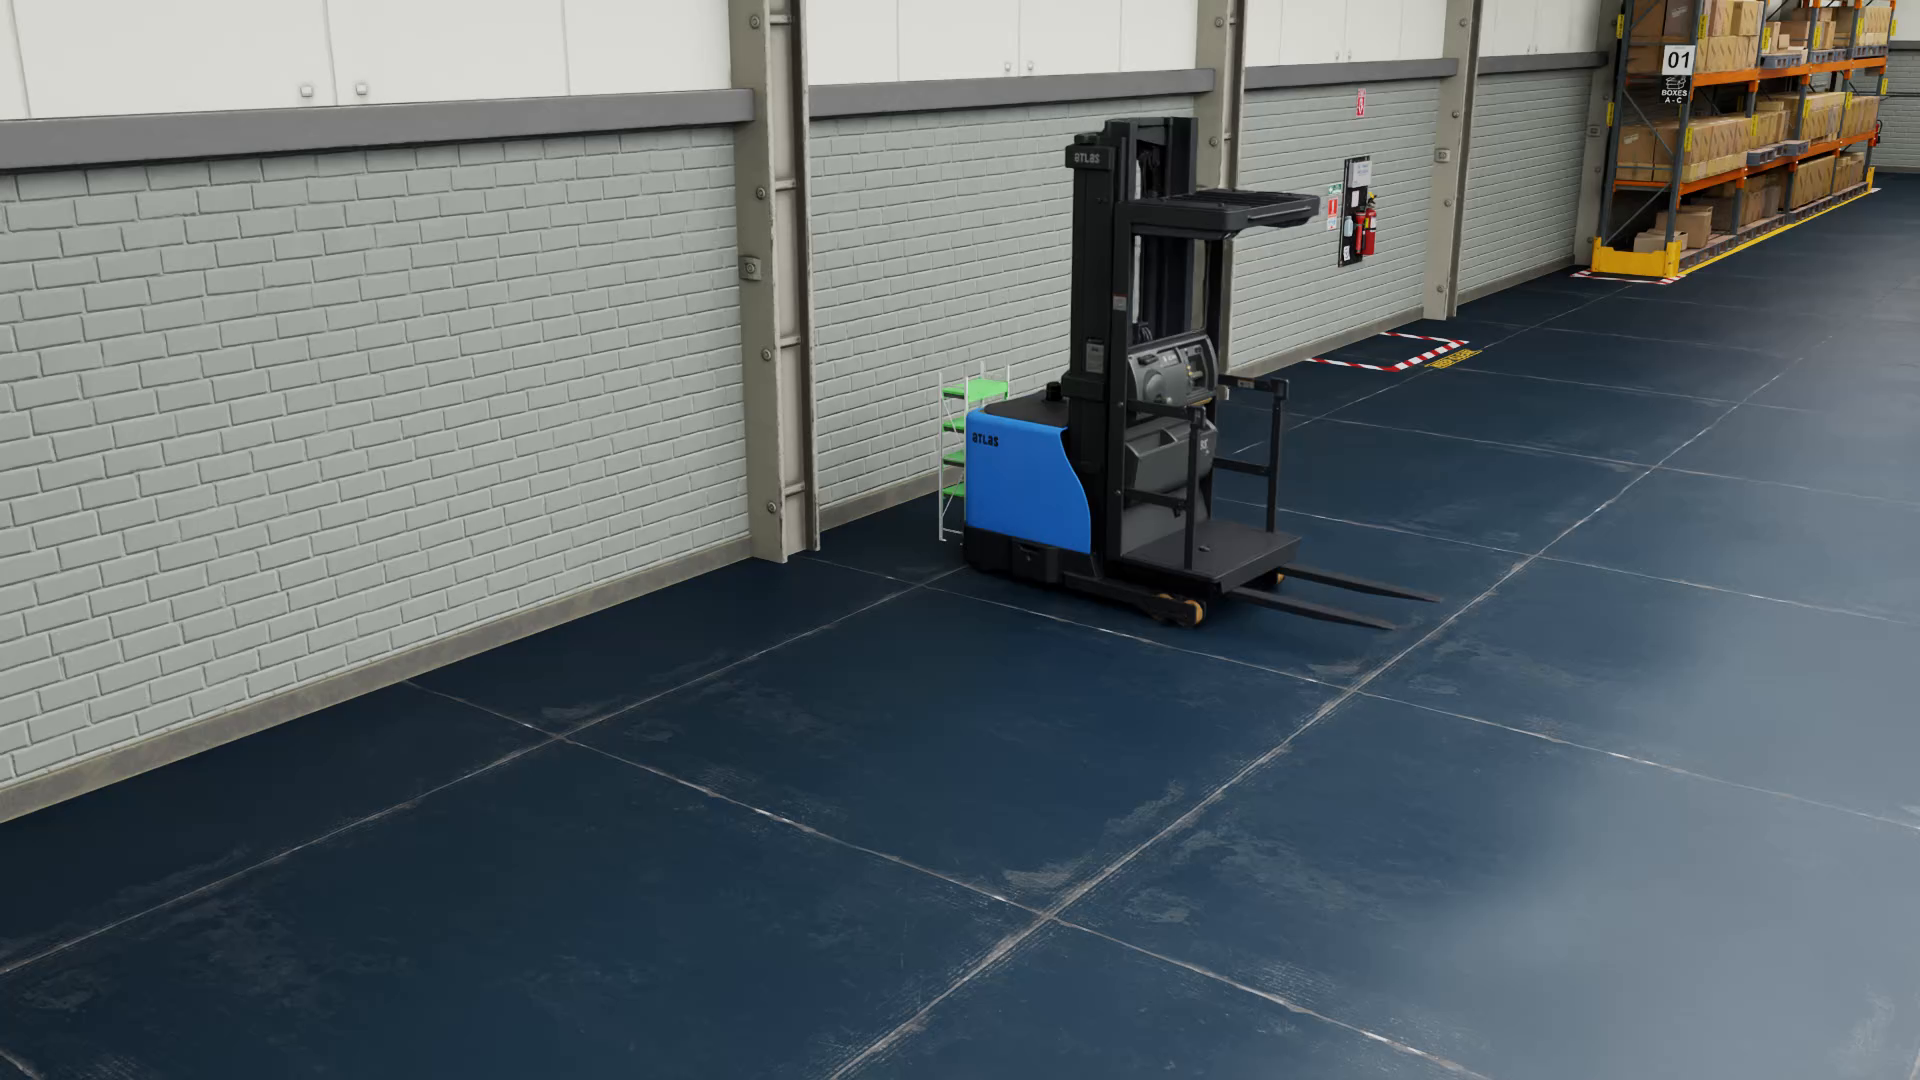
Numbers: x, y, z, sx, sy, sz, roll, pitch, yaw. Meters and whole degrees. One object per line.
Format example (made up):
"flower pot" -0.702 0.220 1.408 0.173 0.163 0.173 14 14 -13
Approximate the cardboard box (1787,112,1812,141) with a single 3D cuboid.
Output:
"cardboard box" 15.058 -7.491 30.104 0.500 0.500 0.500 13 22 36

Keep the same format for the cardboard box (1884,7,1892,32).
"cardboard box" 19.113 -10.871 34.747 0.500 0.500 0.500 12 21 35

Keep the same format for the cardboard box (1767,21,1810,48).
"cardboard box" 14.801 -9.035 29.812 0.700 0.500 0.500 11 20 30

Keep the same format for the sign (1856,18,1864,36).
"sign" 17.388 -9.910 32.137 0.100 0.325 0.005 12 21 35

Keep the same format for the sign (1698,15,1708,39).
"sign" 10.233 -7.070 22.920 0.100 0.325 0.005 12 21 35

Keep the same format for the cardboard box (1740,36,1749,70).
"cardboard box" 11.766 -7.476 25.500 0.500 0.500 0.500 10 20 30

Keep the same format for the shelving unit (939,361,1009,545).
"shelving unit" 0.099 -0.612 11.693 0.258 1.200 0.503 12 21 35

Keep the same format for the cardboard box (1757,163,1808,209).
"cardboard box" 15.107 -6.547 30.685 0.750 0.750 0.750 12 21 34

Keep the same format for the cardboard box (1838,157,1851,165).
"cardboard box" 18.136 -7.824 34.294 0.380 0.149 0.250 12 21 33

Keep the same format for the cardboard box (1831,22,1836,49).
"cardboard box" 16.334 -9.674 31.870 0.700 0.500 0.500 11 20 32

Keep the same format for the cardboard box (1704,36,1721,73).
"cardboard box" 10.545 -6.963 23.846 0.500 0.500 0.500 14 22 38

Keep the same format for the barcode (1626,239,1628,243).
"barcode" 9.971 -4.470 24.856 0.001 0.075 0.075 12 21 35

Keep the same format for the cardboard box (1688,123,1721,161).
"cardboard box" 10.938 -5.910 24.672 0.500 0.500 0.500 12 21 33

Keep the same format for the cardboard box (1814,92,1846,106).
"cardboard box" 16.874 -8.575 32.330 0.500 0.250 0.500 13 22 36

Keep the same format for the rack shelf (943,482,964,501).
"rack shelf" 0.099 -0.322 11.783 0.258 0.148 0.480 12 21 35

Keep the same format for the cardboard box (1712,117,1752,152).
"cardboard box" 12.147 -6.397 26.241 0.500 0.500 0.500 12 21 35

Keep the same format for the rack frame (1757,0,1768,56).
"rack frame" 12.180 -9.133 25.981 1.000 3.000 0.127 12 21 35

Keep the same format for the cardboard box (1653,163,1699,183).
"cardboard box" 10.342 -5.314 24.016 0.500 0.250 0.500 12 21 33

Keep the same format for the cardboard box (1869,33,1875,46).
"cardboard box" 18.185 -10.143 33.668 0.500 0.250 0.500 12 21 33

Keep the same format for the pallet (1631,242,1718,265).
"pallet" 11.082 -4.479 25.810 1.003 0.211 1.213 12 21 35

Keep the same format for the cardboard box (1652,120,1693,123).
"cardboard box" 10.819 -6.123 25.359 0.500 0.500 0.500 13 21 35

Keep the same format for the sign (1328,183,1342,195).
"sign" 4.039 -3.780 17.906 0.001 0.109 0.331 12 21 35

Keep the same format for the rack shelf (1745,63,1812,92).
"rack shelf" 13.372 -7.834 28.067 1.077 0.370 4.000 12 21 35

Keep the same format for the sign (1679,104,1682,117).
"sign" 11.732 -6.919 27.012 0.100 0.325 0.005 12 21 35

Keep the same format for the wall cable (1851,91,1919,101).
"wall cable" 22.987 -11.793 39.780 3.097 2.526 0.112 12 21 35

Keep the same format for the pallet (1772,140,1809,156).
"pallet" 14.224 -6.941 29.360 1.213 0.211 1.003 12 21 35

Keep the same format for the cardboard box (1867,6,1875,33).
"cardboard box" 17.898 -10.385 33.181 0.500 0.500 0.500 12 21 34

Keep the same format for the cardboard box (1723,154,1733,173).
"cardboard box" 11.550 -5.800 25.583 0.500 0.250 0.500 12 21 34

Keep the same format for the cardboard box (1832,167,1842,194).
"cardboard box" 17.475 -7.341 33.831 0.700 0.500 0.500 13 21 35

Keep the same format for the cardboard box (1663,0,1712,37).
"cardboard box" 10.221 -7.332 23.350 0.500 0.500 0.500 11 20 31

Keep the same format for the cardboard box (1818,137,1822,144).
"cardboard box" 16.180 -7.638 31.671 0.380 0.149 0.250 12 21 33

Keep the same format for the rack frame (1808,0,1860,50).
"rack frame" 16.947 -11.039 32.117 1.000 3.000 0.127 12 21 35

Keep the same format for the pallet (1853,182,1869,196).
"pallet" 18.916 -7.590 35.831 1.003 0.211 1.213 12 21 35

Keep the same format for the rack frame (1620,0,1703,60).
"rack frame" 9.797 -8.181 22.914 1.000 3.000 0.127 12 21 35

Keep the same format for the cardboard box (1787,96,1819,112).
"cardboard box" 15.361 -7.969 30.380 0.500 0.250 0.500 12 21 34

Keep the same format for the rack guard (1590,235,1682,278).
"rack guard" 9.842 -4.140 24.232 1.175 0.500 0.348 12 21 35

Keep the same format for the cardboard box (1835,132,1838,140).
"cardboard box" 16.973 -7.933 32.621 0.380 0.149 0.250 13 21 35

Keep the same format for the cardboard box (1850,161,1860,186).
"cardboard box" 18.695 -7.830 35.406 0.700 0.500 0.500 12 21 35

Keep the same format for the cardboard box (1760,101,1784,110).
"cardboard box" 14.382 -7.701 29.481 0.380 0.149 0.250 9 20 28

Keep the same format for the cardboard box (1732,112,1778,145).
"cardboard box" 13.567 -7.065 28.525 0.700 0.500 0.500 12 21 35

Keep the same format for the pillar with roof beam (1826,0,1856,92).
"pillar with roof beam" 23.701 -12.027 35.298 9.100 9.000 0.400 12 21 35

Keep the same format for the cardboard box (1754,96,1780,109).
"cardboard box" 14.625 -7.932 30.261 0.500 0.250 0.500 13 22 36

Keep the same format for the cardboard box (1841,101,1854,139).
"cardboard box" 17.283 -8.443 33.369 0.980 0.700 0.700 13 21 36

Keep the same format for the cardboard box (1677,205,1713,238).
"cardboard box" 11.594 -5.030 26.358 0.500 0.500 0.500 11 20 31

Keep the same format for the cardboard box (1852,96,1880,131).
"cardboard box" 19.034 -9.146 35.633 0.980 0.700 0.700 14 22 37

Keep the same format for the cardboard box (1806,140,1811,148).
"cardboard box" 15.329 -7.255 30.438 0.380 0.149 0.250 13 22 36

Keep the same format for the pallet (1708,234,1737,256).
"pallet" 11.808 -4.770 26.749 1.003 0.211 1.213 12 21 35

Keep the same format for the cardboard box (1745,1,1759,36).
"cardboard box" 11.779 -7.935 25.293 0.500 0.500 0.500 14 22 38

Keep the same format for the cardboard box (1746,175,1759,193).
"cardboard box" 13.484 -6.167 28.753 0.500 0.250 0.500 12 21 34

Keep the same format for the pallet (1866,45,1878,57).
"pallet" 18.170 -10.046 34.128 1.003 0.211 1.213 12 21 35

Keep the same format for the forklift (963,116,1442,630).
"forklift" 1.482 -1.046 10.171 3.031 2.935 1.130 14 22 37

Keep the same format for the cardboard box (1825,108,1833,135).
"cardboard box" 16.272 -7.977 31.670 0.500 0.500 0.500 12 21 35

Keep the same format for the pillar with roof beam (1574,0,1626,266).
"pillar with roof beam" 12.976 -7.740 21.493 9.100 9.000 0.400 12 21 35

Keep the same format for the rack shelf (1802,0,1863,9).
"rack shelf" 15.755 -10.028 30.749 1.077 0.370 4.000 12 21 35

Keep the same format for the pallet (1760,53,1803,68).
"pallet" 13.249 -7.987 27.664 1.213 0.211 1.003 12 21 35

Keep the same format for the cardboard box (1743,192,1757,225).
"cardboard box" 13.209 -5.709 28.544 0.700 0.500 0.500 13 21 35

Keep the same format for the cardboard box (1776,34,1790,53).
"cardboard box" 13.717 -8.420 28.534 0.797 0.503 0.637 16 24 42
